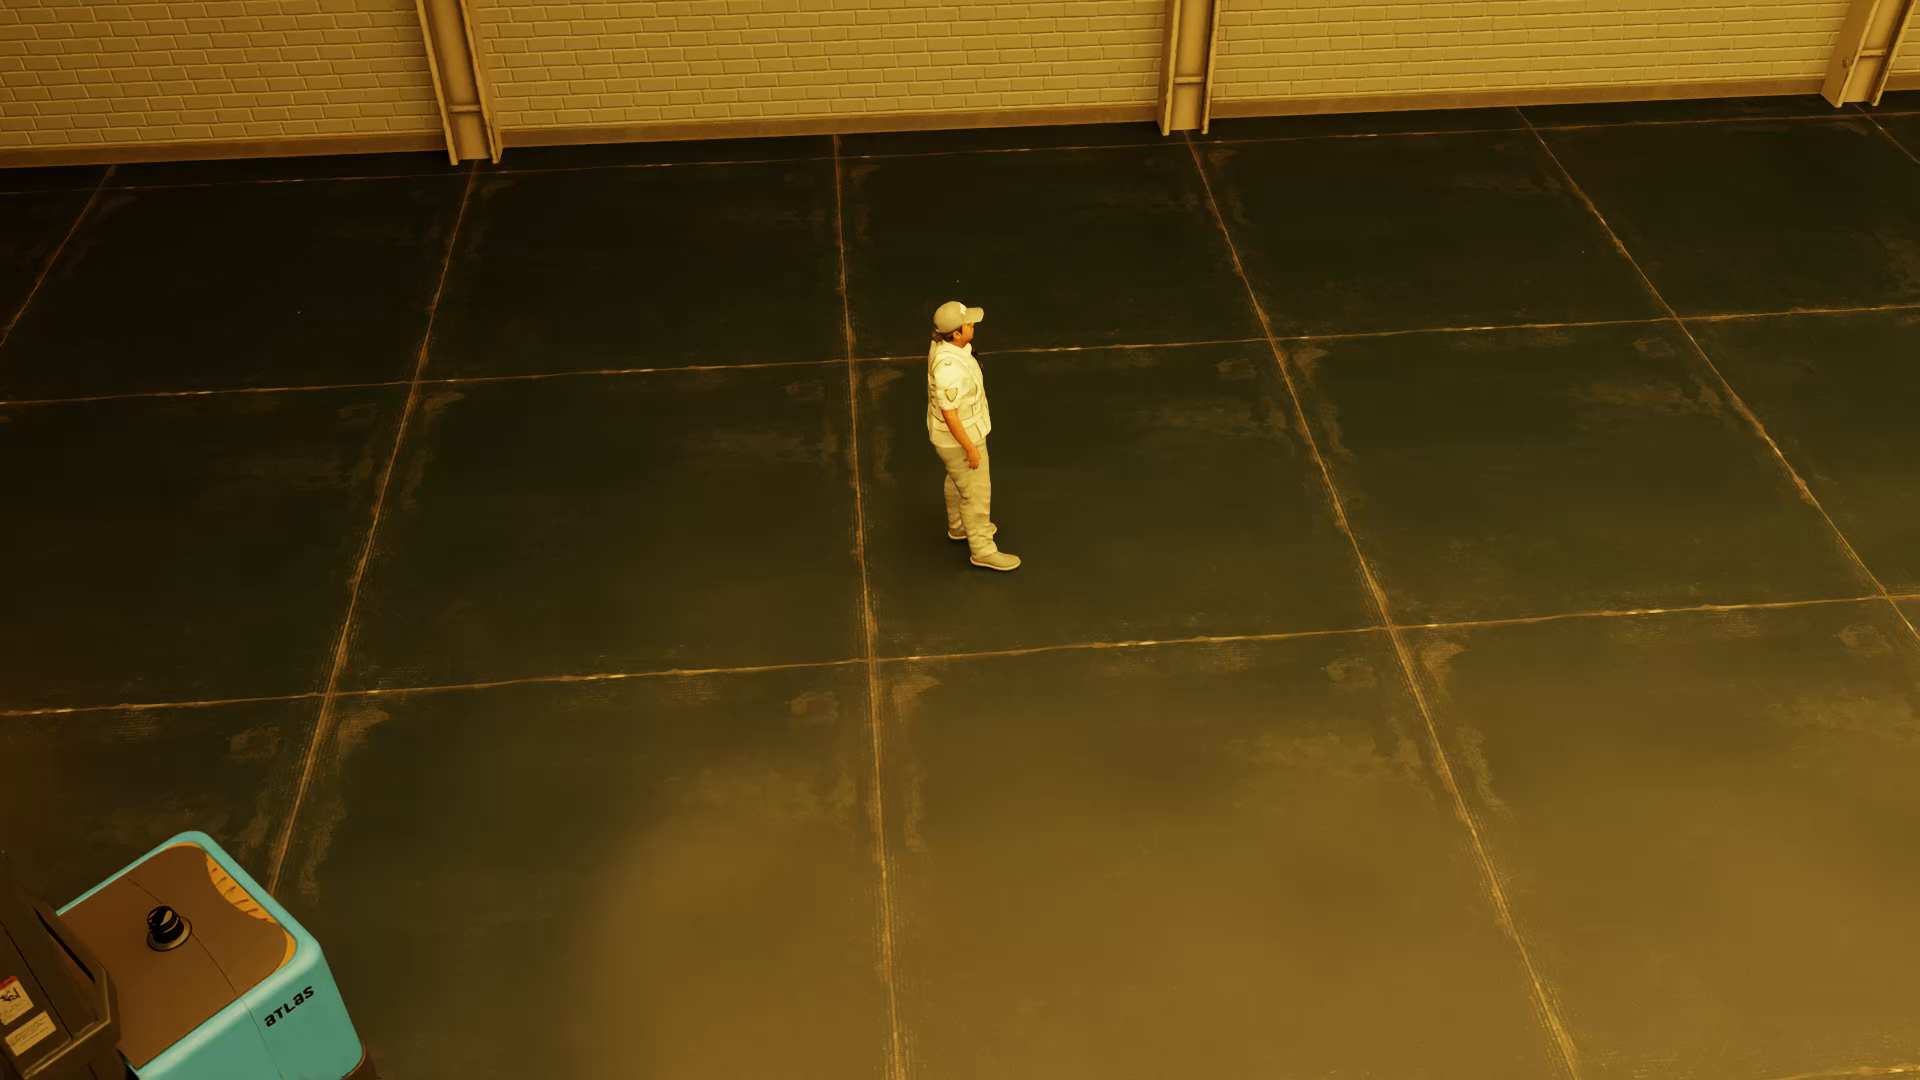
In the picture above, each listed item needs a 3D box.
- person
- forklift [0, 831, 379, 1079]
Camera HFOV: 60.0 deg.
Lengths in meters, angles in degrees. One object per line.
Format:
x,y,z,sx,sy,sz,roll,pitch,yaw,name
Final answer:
0.080,-0.628,9.634,0.527,1.670,0.598,-3,41,-4,person
-3.894,1.849,5.776,1.130,2.935,3.031,29,49,30,forklift
